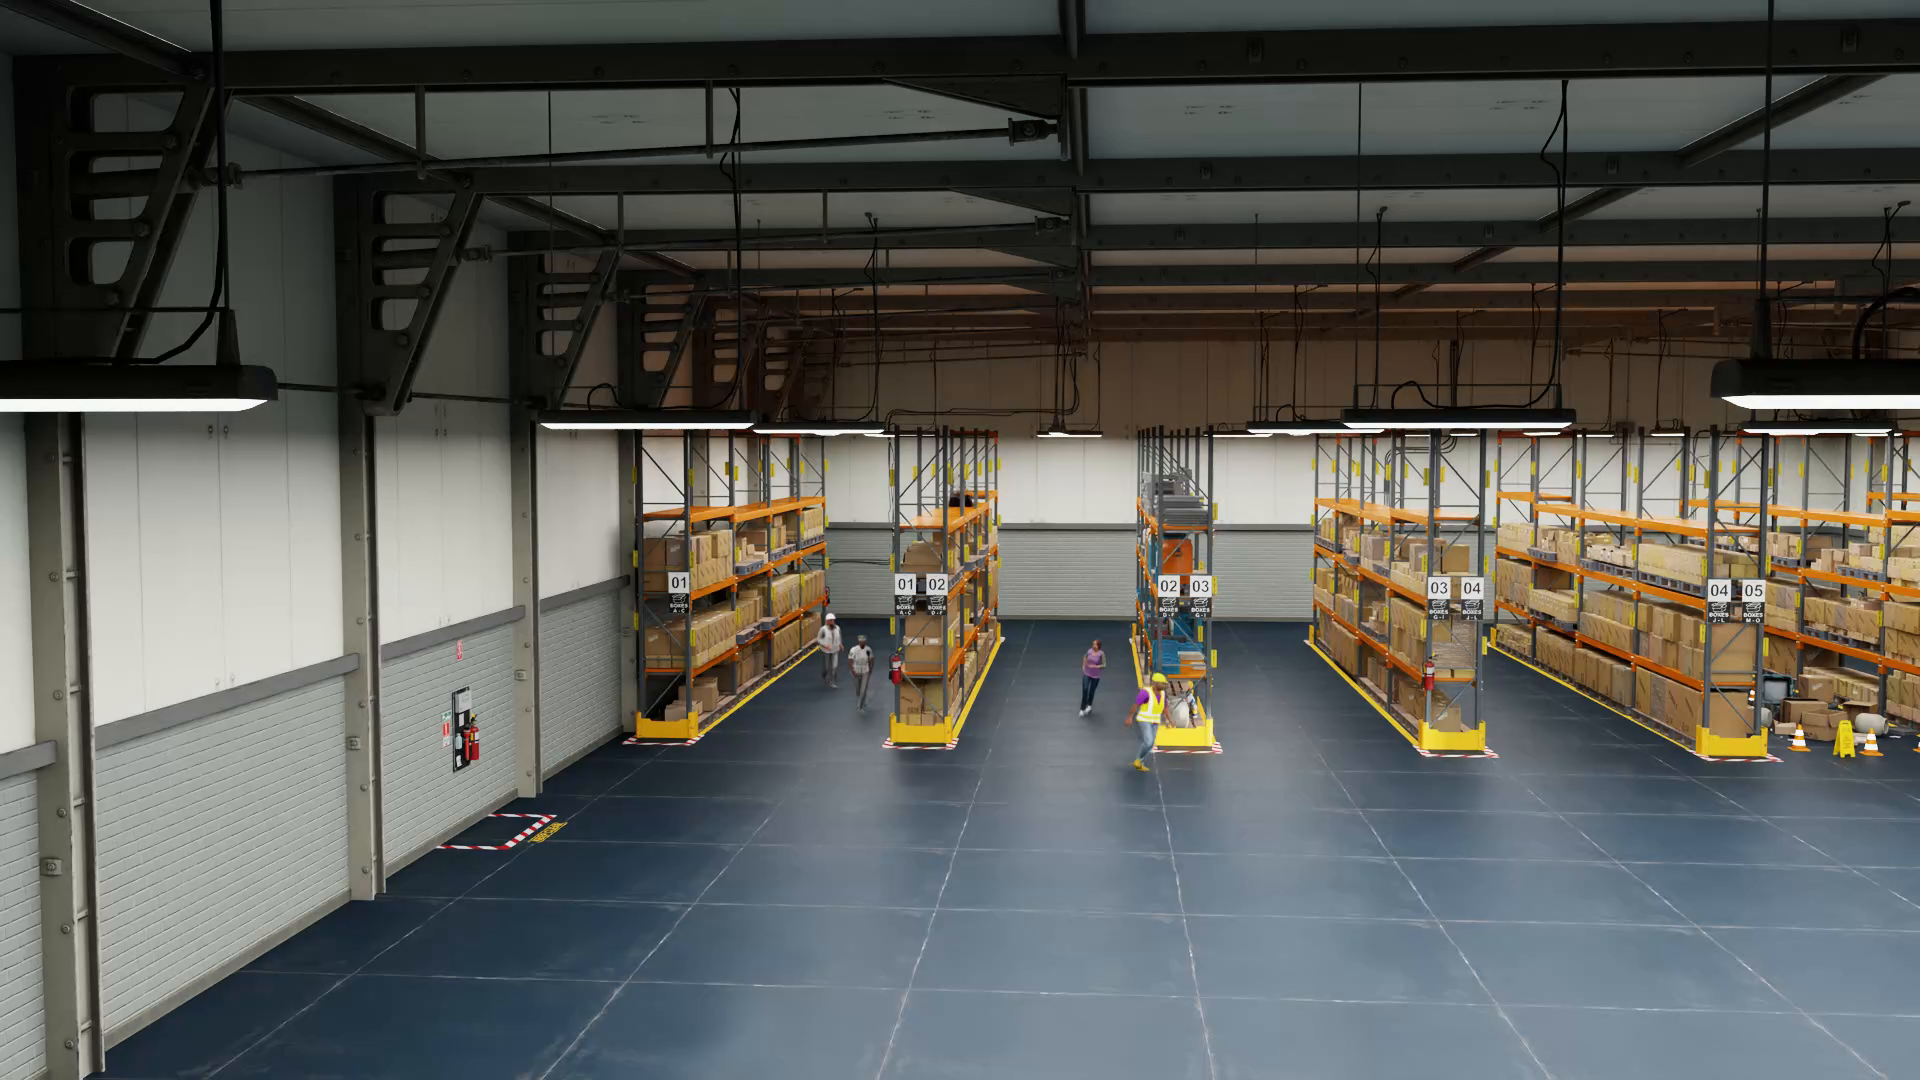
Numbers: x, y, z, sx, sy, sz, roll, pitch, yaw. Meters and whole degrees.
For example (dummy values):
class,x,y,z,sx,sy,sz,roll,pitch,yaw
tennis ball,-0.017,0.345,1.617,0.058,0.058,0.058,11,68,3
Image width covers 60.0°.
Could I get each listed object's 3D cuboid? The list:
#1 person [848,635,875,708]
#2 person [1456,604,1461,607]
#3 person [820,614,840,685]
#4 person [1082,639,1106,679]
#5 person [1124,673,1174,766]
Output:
class,x,y,z,sx,sy,sz,roll,pitch,yaw
person,-2.084,2.757,35.098,0.581,1.565,0.598,0,3,-5
person,14.051,2.168,46.534,0.668,1.502,0.636,0,3,5
person,-3.023,2.518,38.504,0.447,1.671,0.715,-1,4,-20
person,2.791,2.459,34.510,0.510,0.811,0.499,1,3,11
person,3.272,3.107,28.646,0.720,1.656,0.617,-3,4,-39
